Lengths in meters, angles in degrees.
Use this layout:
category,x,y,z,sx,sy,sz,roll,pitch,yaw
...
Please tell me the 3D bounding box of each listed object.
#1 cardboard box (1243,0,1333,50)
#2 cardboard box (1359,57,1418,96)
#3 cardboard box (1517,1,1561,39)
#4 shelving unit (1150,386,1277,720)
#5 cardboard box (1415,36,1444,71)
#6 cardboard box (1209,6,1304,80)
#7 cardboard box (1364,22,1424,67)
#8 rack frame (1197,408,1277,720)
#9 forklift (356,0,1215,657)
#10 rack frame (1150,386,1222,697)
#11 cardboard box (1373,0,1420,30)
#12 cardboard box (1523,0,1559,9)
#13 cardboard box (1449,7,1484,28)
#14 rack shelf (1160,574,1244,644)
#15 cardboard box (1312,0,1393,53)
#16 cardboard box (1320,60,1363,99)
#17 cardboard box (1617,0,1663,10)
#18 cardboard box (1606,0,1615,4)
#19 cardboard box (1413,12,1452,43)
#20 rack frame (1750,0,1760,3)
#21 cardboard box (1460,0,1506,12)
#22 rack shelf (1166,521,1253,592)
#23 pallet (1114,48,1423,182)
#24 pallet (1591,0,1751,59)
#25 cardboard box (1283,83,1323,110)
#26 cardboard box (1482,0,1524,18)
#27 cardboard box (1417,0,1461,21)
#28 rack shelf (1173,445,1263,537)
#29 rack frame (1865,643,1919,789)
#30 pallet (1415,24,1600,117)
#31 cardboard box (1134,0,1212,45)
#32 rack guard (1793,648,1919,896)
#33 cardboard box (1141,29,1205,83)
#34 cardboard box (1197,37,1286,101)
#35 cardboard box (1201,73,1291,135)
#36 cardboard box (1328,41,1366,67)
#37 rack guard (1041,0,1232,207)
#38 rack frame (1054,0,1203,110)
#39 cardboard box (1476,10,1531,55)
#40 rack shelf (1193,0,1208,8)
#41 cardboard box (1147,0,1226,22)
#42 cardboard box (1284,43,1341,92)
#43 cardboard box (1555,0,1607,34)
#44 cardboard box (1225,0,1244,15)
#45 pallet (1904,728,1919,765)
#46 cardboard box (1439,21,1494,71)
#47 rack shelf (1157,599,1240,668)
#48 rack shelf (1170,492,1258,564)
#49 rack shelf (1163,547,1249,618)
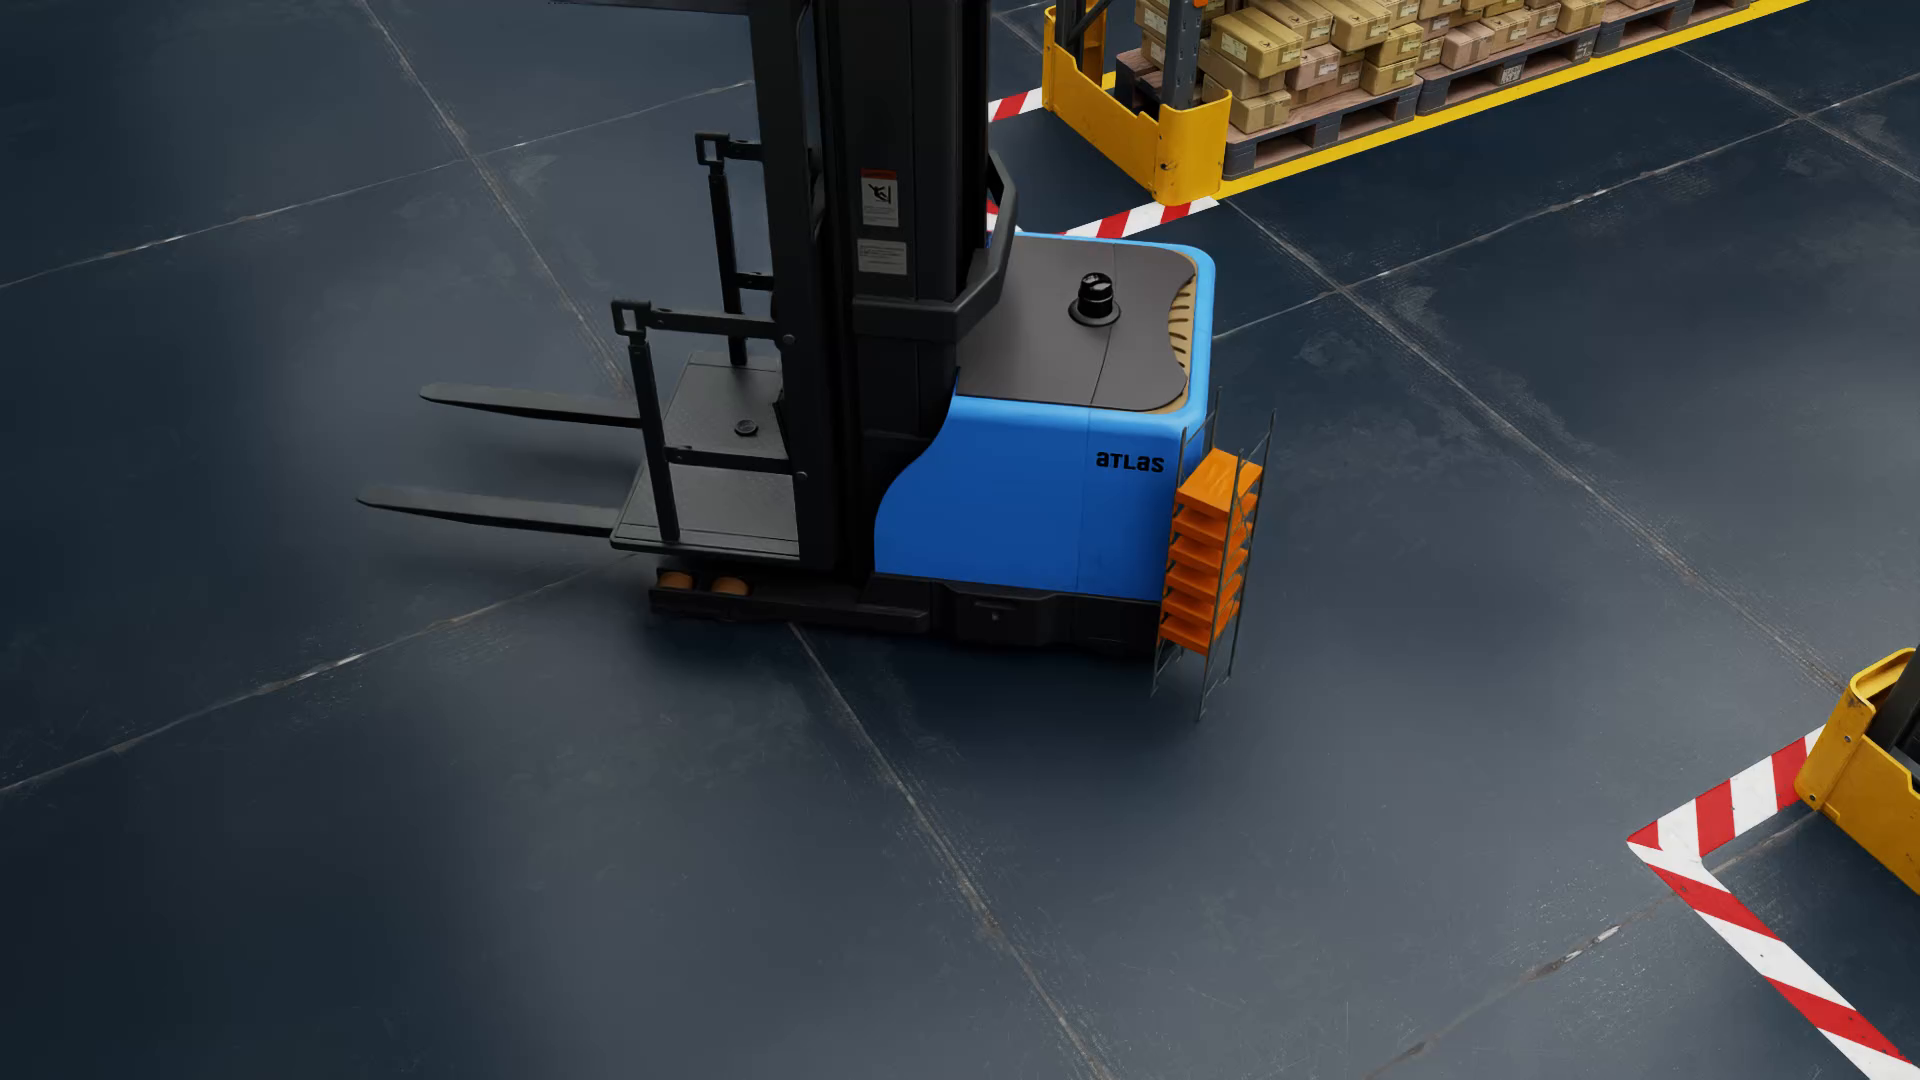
category,x,y,z,sx,sy,sz,roll,pitch,yaw
cardboard box,1.572,-2.510,8.001,0.250,0.149,0.380,-21,48,-20
cardboard box,2.058,-2.394,8.308,0.250,0.149,0.380,-21,48,-20
cardboard box,2.910,-2.789,8.715,0.250,0.149,0.380,-21,48,-20
shelving unit,0.795,0.073,5.313,0.189,1.200,0.258,25,49,23
cardboard box,2.231,-2.540,8.458,0.250,0.149,0.380,-22,48,-21
cardboard box,1.393,-2.342,7.828,0.250,0.149,0.380,-24,49,-23
cardboard box,2.062,-2.508,8.213,0.250,0.149,0.380,-20,48,-20
rack frame,0.871,0.108,5.277,0.006,1.200,0.240,25,49,23
forklift,-0.665,-1.117,5.296,3.031,2.935,1.130,6,44,6
rack frame,0.719,0.038,5.349,0.006,1.200,0.240,25,49,23
cardboard box,2.028,-2.656,8.152,0.250,0.149,0.380,-24,49,-23
cardboard box,2.951,-2.931,8.649,0.250,0.149,0.380,-24,49,-23
cardboard box,2.459,-2.777,8.489,0.250,0.149,0.380,-19,47,-19
rack shelf,0.795,0.191,5.427,0.180,0.103,0.258,25,49,23
cardboard box,1.854,-2.520,8.012,0.250,0.149,0.380,-22,48,-21
cardboard box,1.781,-2.371,8.285,0.250,0.149,0.380,-21,48,-21
cardboard box,3.603,-3.028,8.961,0.250,0.149,0.380,-23,49,-22
cardboard box,3.315,-3.010,8.943,0.250,0.149,0.380,-23,49,-22
cardboard box,2.245,-2.658,8.367,0.250,0.149,0.380,-24,49,-23
rack frame,4.238,-4.412,8.642,0.127,3.000,1.000,-22,48,-21
cardboard box,2.524,-2.811,8.311,0.250,0.149,0.380,-21,48,-20
rack shelf,0.795,0.019,5.260,0.180,0.103,0.258,25,49,23
pallet,1.557,-2.311,8.479,1.213,0.211,1.003,-22,48,-21
pallet,3.673,-3.157,9.352,1.213,0.211,1.003,-22,48,-21
cardboard box,1.569,-2.281,8.192,0.250,0.149,0.380,-22,48,-21
cardboard box,2.698,-2.865,8.580,0.250,0.149,0.380,-20,47,-19
cardboard box,2.273,-2.747,8.245,0.250,0.149,0.380,-20,48,-19
rack shelf,0.795,-0.153,5.093,0.180,0.103,0.258,25,49,23
rack frame,3.153,0.006,4.090,0.127,3.000,1.000,-22,48,-21
pallet,2.614,-2.731,8.912,1.213,0.211,1.003,-22,48,-21
cardboard box,1.085,-2.614,8.322,0.250,0.149,0.380,-23,49,-22
rack guard,3.132,0.911,4.952,0.348,0.500,1.175,-22,48,-21
cardboard box,1.122,-2.461,8.377,0.250,0.149,0.380,-21,48,-20
cardboard box,1.352,-2.285,7.983,0.250,0.149,0.380,-20,48,-19
cardboard box,1.383,-2.140,8.047,0.250,0.149,0.380,-21,48,-20
cardboard box,1.785,-2.485,8.188,0.250,0.149,0.380,-21,48,-20
rack guard,0.835,-2.154,8.110,0.348,0.500,1.175,-22,48,-21
rack frame,0.769,-3.024,7.212,0.127,3.000,1.000,-22,48,-21
cardboard box,2.718,-2.685,8.609,0.250,0.149,0.380,-22,48,-21
rack shelf,2.504,-3.460,8.178,4.000,0.370,1.077,-22,48,-21
cardboard box,1.102,-2.702,8.199,0.250,0.149,0.380,-21,48,-20
cardboard box,1.617,-2.346,8.046,0.250,0.149,0.380,-22,48,-21
cardboard box,3.170,-2.839,8.767,0.250,0.149,0.380,-22,48,-21
cardboard box,1.349,-2.755,8.253,0.250,0.149,0.380,-21,48,-20
pallet,3.807,0.682,5.396,1.213,0.211,1.003,-22,48,-21
cardboard box,2.491,-2.573,8.493,0.250,0.149,0.380,-24,49,-23
rack shelf,0.795,0.277,5.511,0.180,0.103,0.258,25,49,23
rack shelf,0.795,-0.067,5.177,0.180,0.103,0.258,25,49,23
rack shelf,0.795,0.105,5.344,0.180,0.103,0.258,25,49,23
